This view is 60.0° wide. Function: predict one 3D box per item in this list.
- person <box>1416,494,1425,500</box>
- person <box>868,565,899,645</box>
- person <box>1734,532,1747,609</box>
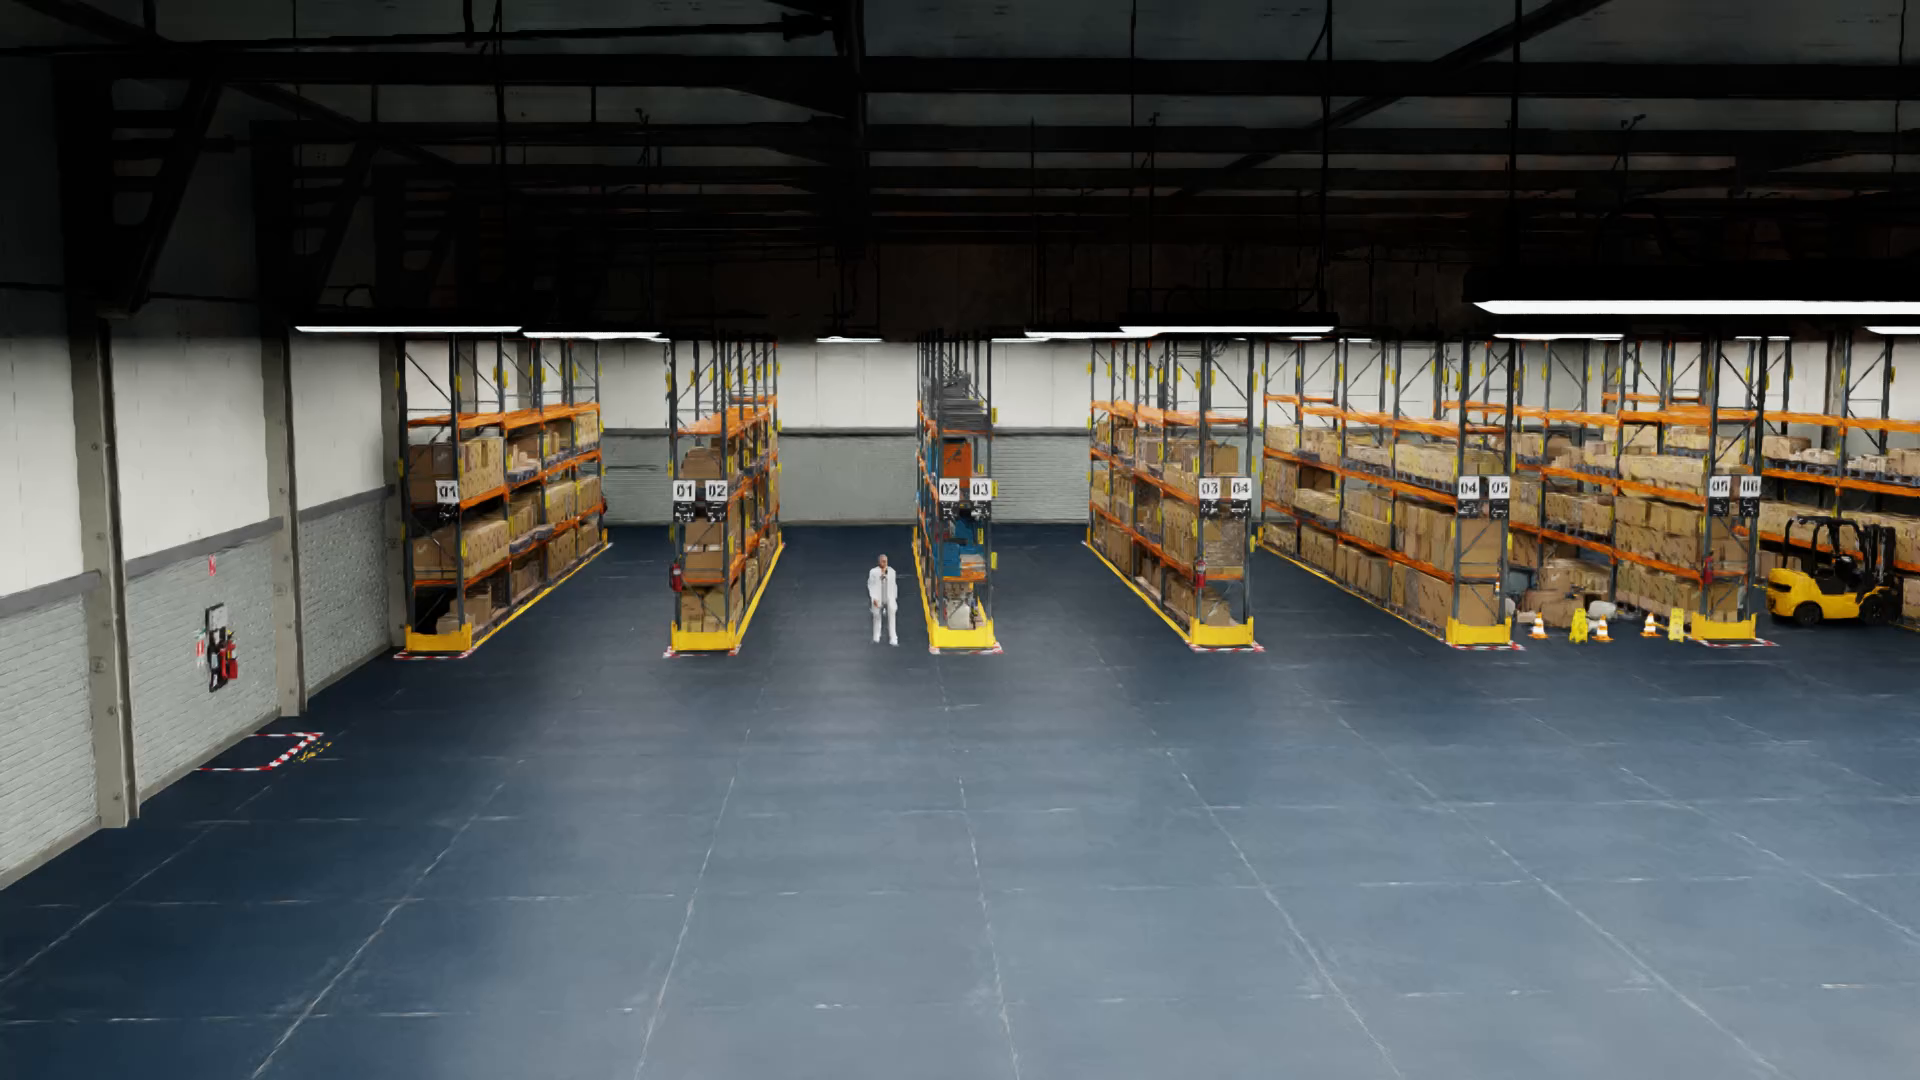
[{"bbox_3d":[14.143,-1.016,50.723,0.551,1.537,0.456,-5,8,-34],"label":"person"},{"bbox_3d":[-1.470,1.223,31.711,0.580,1.515,1.103,-1,7,-10],"label":"person"},{"bbox_3d":[16.783,0.666,35.901,0.430,1.670,0.503,-4,8,-30],"label":"person"}]
